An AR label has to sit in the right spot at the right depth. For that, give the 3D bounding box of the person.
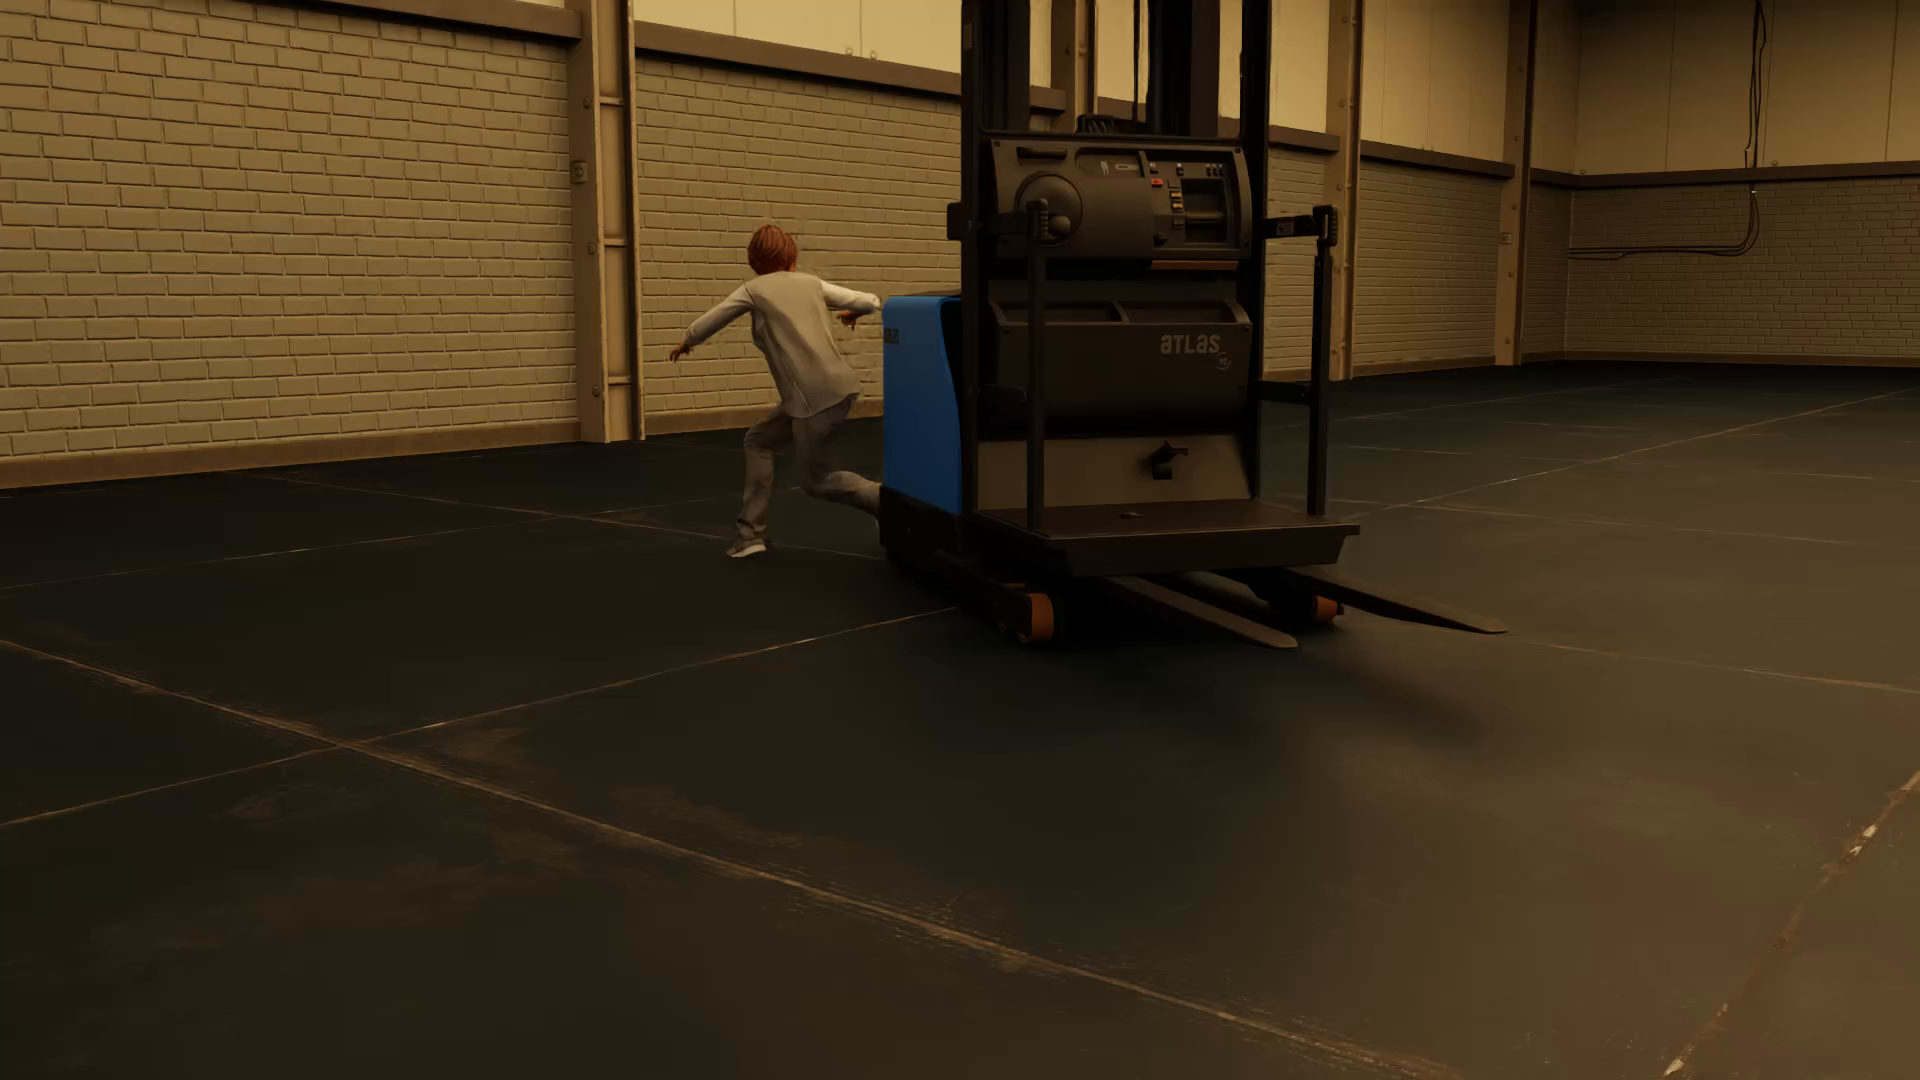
[{"bbox_3d":[-0.696,-0.614,7.003,1.034,1.396,0.758,4,9,27],"label":"person"}]

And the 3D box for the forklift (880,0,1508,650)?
[{"bbox_3d":[0.619,-1.190,5.413,1.130,2.935,3.031,-3,9,-18],"label":"forklift"}]
